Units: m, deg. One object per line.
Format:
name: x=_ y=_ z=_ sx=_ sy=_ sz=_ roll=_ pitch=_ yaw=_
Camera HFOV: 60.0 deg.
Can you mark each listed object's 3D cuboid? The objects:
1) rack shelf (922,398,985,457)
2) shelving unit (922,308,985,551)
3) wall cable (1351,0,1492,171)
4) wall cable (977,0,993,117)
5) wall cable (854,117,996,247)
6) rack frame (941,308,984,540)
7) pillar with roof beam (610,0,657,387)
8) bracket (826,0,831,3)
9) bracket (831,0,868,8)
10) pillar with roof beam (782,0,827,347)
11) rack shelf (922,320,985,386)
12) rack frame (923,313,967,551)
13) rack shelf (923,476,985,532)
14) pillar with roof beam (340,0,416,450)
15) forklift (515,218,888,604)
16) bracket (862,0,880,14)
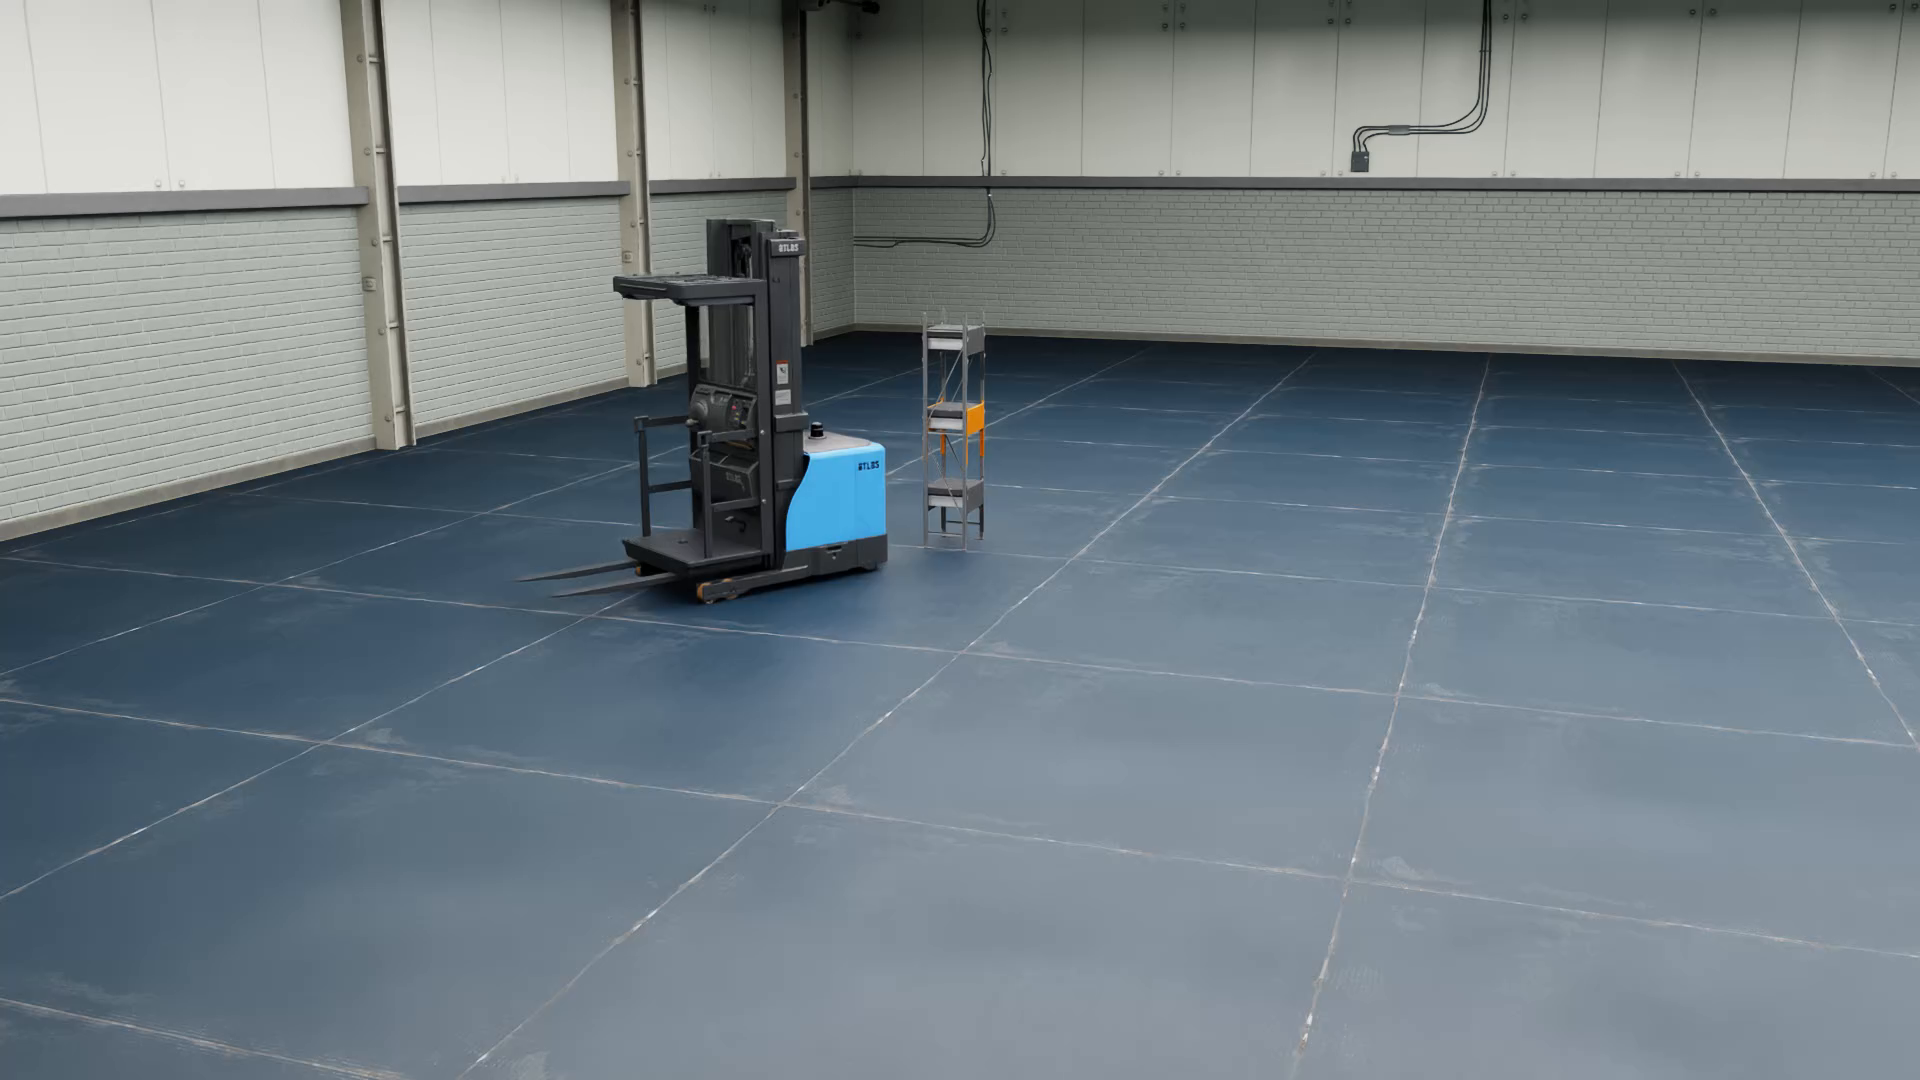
rack shelf: x=-0.054 y=-0.976 z=14.867 sx=0.431 sy=0.518 sz=0.480 roll=4 pitch=14 yaw=18
shelving unit: x=-0.054 y=-0.989 z=14.864 sx=0.431 sy=2.100 sz=0.503 roll=4 pitch=14 yaw=18
wall cable: x=8.200 y=-9.546 z=29.207 sx=2.305 sy=6.003 sz=0.169 roll=4 pitch=14 yaw=18
wall cable: x=1.782 y=-9.328 z=31.525 sx=3.097 sy=2.526 sz=0.112 roll=4 pitch=14 yaw=18
wall cable: x=-0.777 y=-7.061 z=32.941 sx=3.097 sy=2.526 sz=0.112 roll=4 pitch=14 yaw=18
rack frame: x=0.025 y=-1.040 z=15.089 sx=0.400 sy=2.100 sz=0.015 roll=4 pitch=14 yaw=18
pillar with roof beam: x=-0.850 y=-6.476 z=23.402 sx=9.100 sy=9.000 sz=0.400 roll=4 pitch=14 yaw=18
bracket: x=-2.512 y=-9.866 z=30.165 sx=0.235 sy=0.232 sz=0.430 roll=4 pitch=14 yaw=18
bracket: x=-1.936 y=-10.241 z=31.806 sx=0.076 sy=0.066 sz=3.189 roll=4 pitch=14 yaw=18
pillar with roof beam: x=1.092 y=-7.740 z=28.937 sx=9.100 sy=9.000 sz=0.548 roll=4 pitch=14 yaw=18
rack shelf: x=-0.054 y=-1.658 z=14.711 sx=0.431 sy=0.518 sz=0.480 roll=4 pitch=14 yaw=18
rack frame: x=-0.133 y=-0.937 z=14.639 sx=0.400 sy=2.100 sz=0.015 roll=4 pitch=14 yaw=18
rack shelf: x=-0.054 y=-0.293 z=15.022 sx=0.431 sy=0.518 sz=0.480 roll=4 pitch=14 yaw=18
pillar with roof beam: x=-2.791 y=-5.213 z=17.867 sx=9.100 sy=9.000 sz=0.400 roll=4 pitch=14 yaw=18
forklift: x=-2.077 y=-1.061 z=13.311 sx=3.031 sy=2.935 sz=1.130 roll=-10 pitch=16 yaw=-38
bracket: x=-1.745 y=-10.365 z=32.351 sx=0.235 sy=0.232 sz=0.430 roll=4 pitch=14 yaw=18
